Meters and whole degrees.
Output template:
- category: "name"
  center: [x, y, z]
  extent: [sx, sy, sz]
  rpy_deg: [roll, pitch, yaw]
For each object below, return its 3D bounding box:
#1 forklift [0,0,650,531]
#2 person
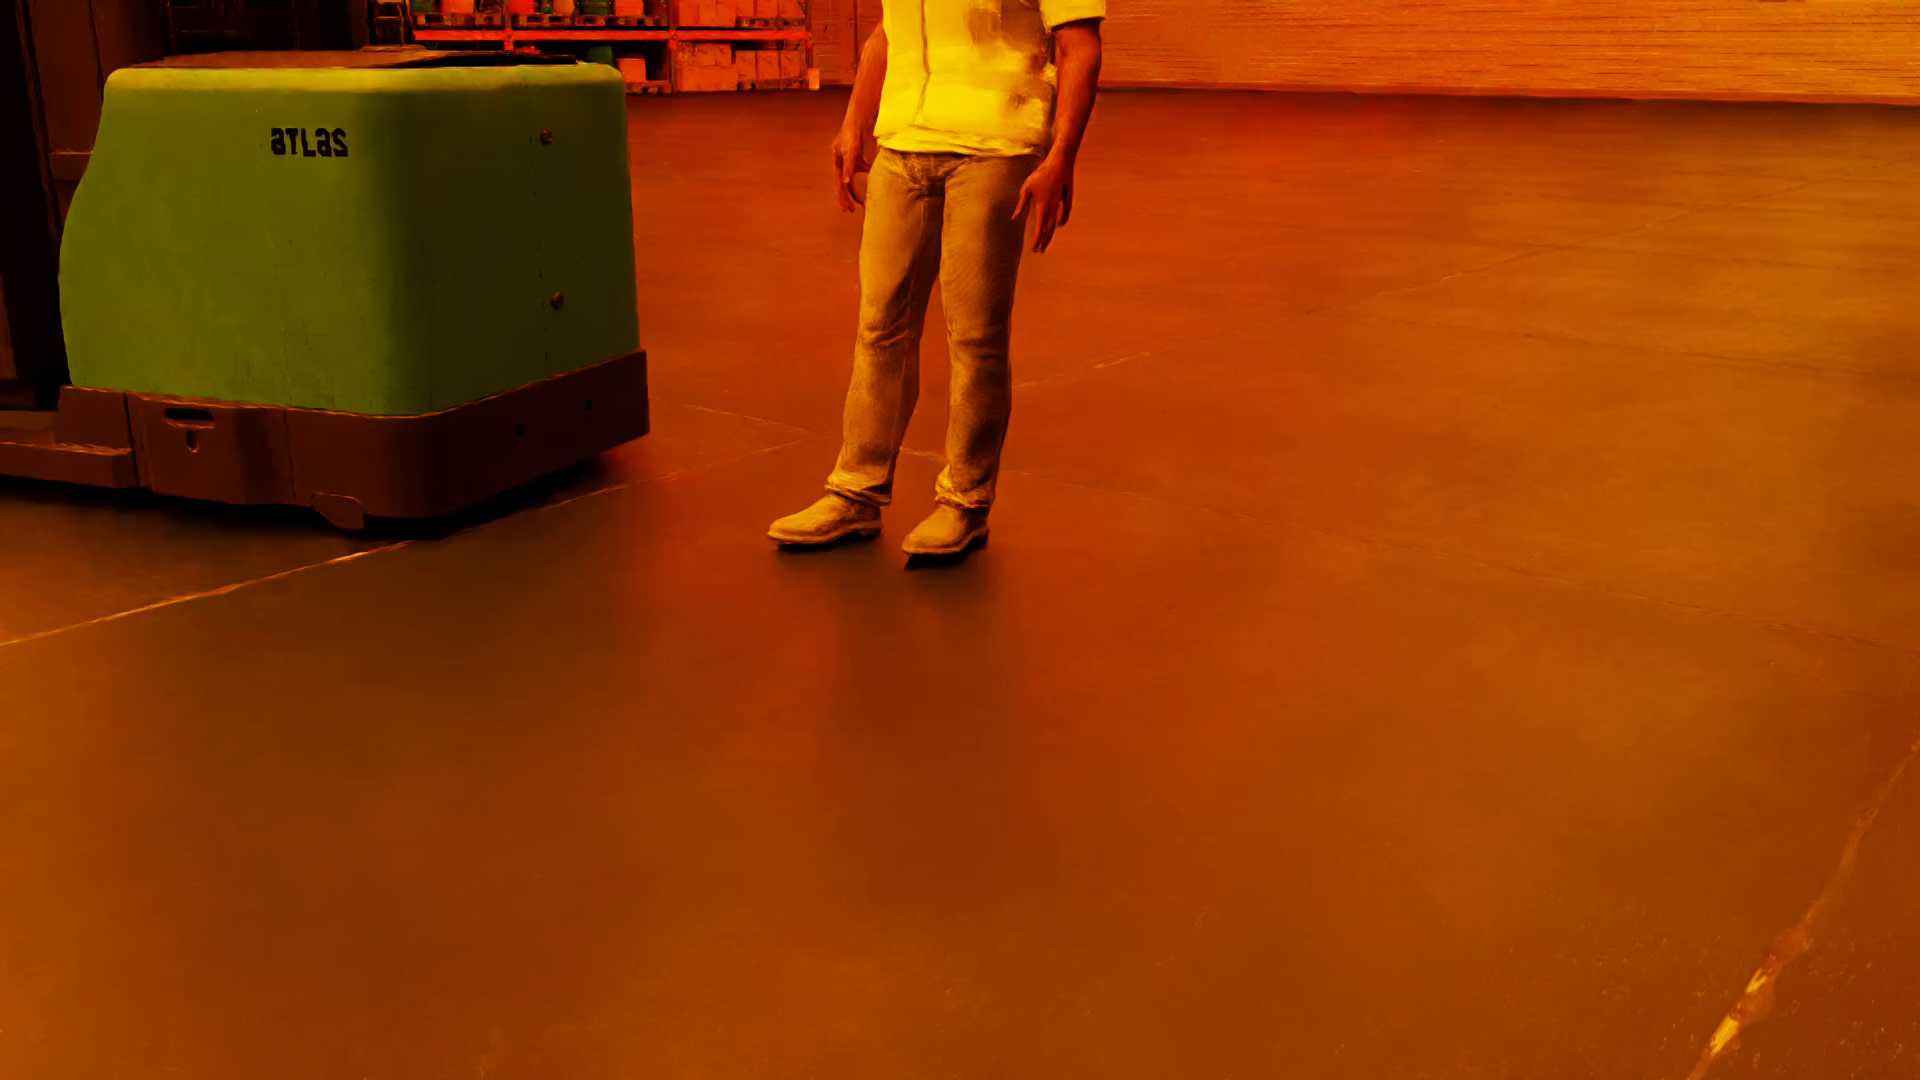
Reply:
- category: "forklift"
  center: [-2.448, -1.675, 4.412]
  extent: [3.031, 2.935, 1.130]
  rpy_deg: [6, 18, 20]
- category: "person"
  center: [-0.048, -0.837, 3.635]
  extent: [0.665, 1.766, 0.576]
  rpy_deg: [13, 21, 37]
